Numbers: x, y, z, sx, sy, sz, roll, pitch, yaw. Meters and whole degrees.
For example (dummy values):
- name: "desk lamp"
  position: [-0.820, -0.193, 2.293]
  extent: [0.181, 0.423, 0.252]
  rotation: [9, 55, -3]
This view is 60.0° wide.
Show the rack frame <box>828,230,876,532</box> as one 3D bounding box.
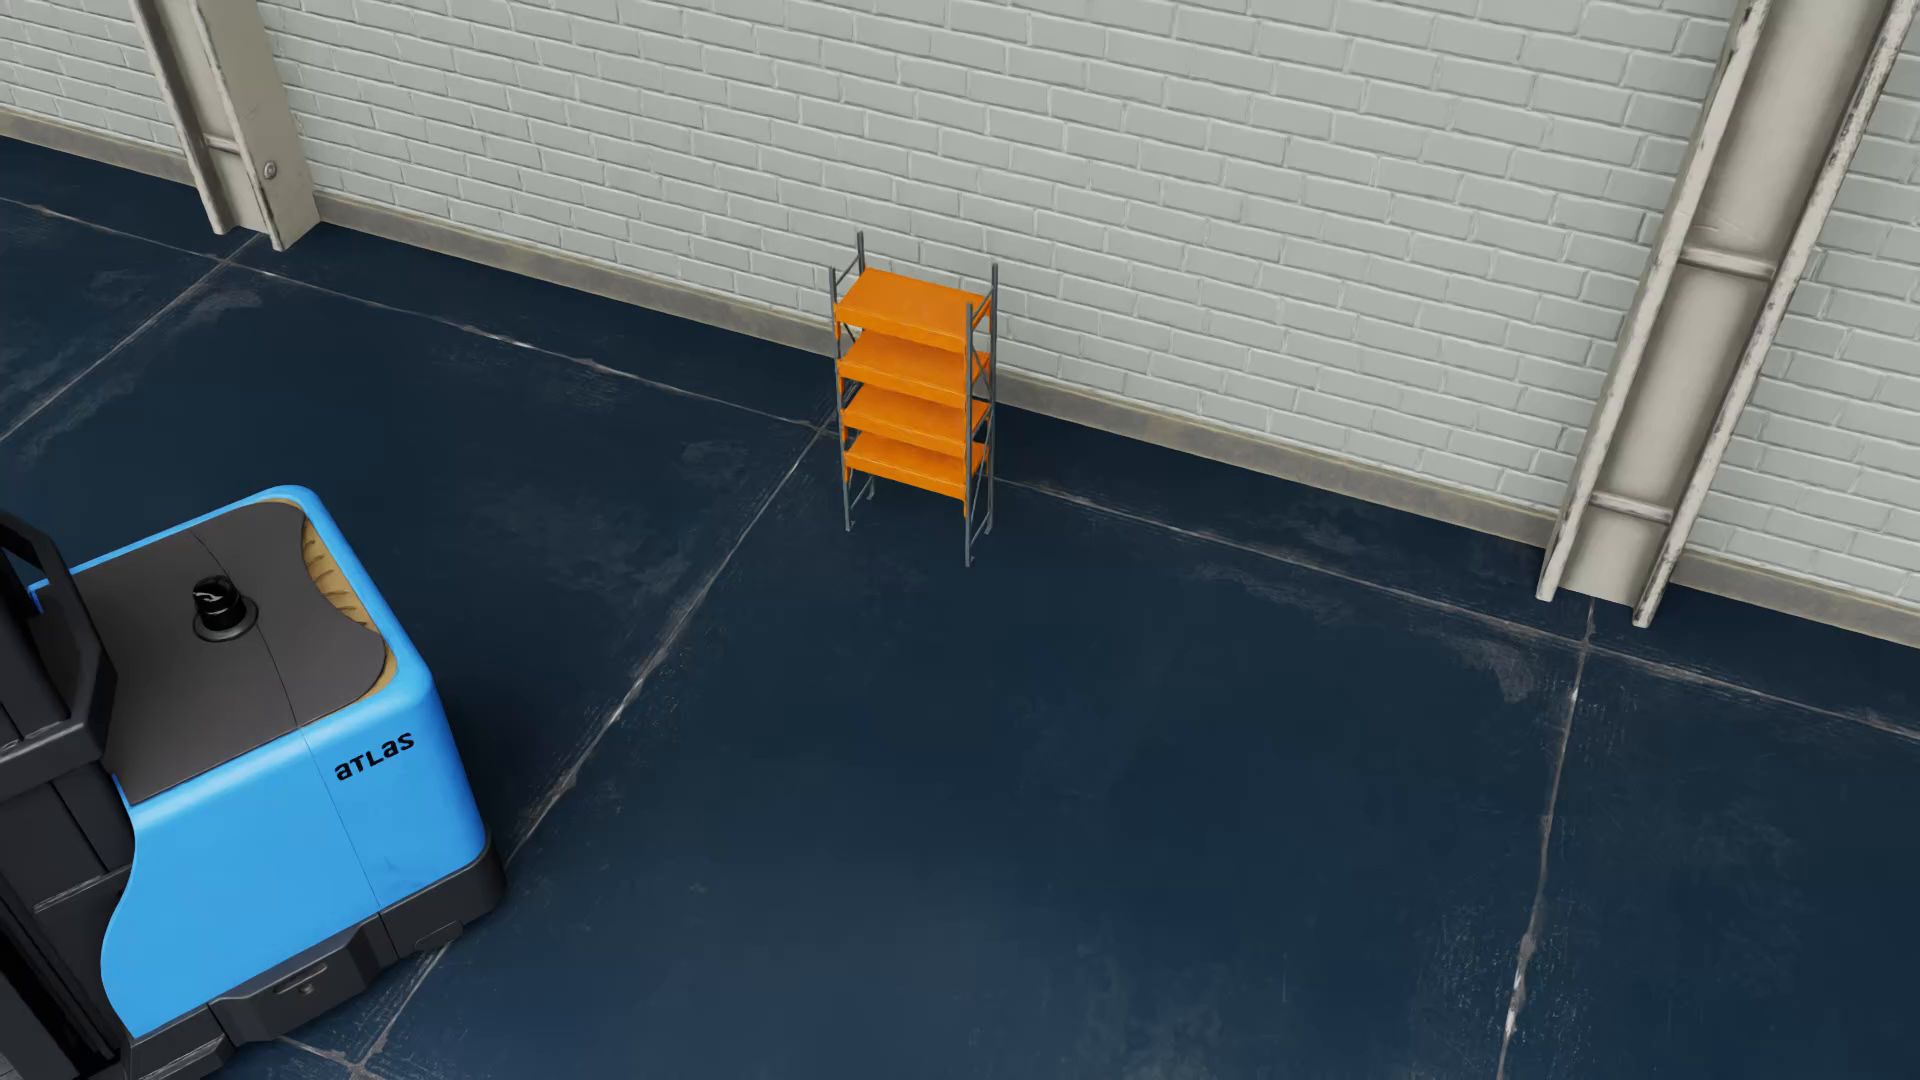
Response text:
- name: "rack frame"
  position: [-0.378, -0.537, 5.939]
  extent: [0.015, 1.200, 0.240]
  rotation: [16, 47, 16]

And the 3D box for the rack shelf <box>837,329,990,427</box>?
- name: "rack shelf"
  position: [-0.153, -0.581, 5.762]
  extent: [0.480, 0.148, 0.258]
  rotation: [16, 47, 16]

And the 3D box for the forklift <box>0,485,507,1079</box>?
- name: "forklift"
  position: [-2.881, 0.415, 3.755]
  extent: [3.031, 2.935, 1.130]
  rotation: [-27, 51, -24]

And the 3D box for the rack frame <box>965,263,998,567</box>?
- name: "rack frame"
  position: [0.072, -0.404, 5.805]
  extent: [0.015, 1.200, 0.240]
  rotation: [16, 47, 16]

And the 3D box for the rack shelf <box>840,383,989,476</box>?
- name: "rack shelf"
  position: [-0.153, -0.423, 5.919]
  extent: [0.480, 0.148, 0.258]
  rotation: [16, 47, 16]

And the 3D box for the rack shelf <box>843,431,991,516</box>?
- name: "rack shelf"
  position: [-0.153, -0.282, 6.059]
  extent: [0.480, 0.148, 0.258]
  rotation: [16, 47, 16]

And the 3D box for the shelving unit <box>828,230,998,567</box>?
- name: "shelving unit"
  position: [-0.153, -0.470, 5.872]
  extent: [0.503, 1.200, 0.258]
  rotation: [16, 47, 16]

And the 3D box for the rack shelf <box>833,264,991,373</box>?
- name: "rack shelf"
  position: [-0.153, -0.749, 5.595]
  extent: [0.480, 0.148, 0.258]
  rotation: [16, 47, 16]

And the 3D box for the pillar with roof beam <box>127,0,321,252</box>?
- name: "pillar with roof beam"
  position: [-4.864, -1.853, 1.732]
  extent: [0.400, 9.000, 9.100]
  rotation: [16, 47, 16]
